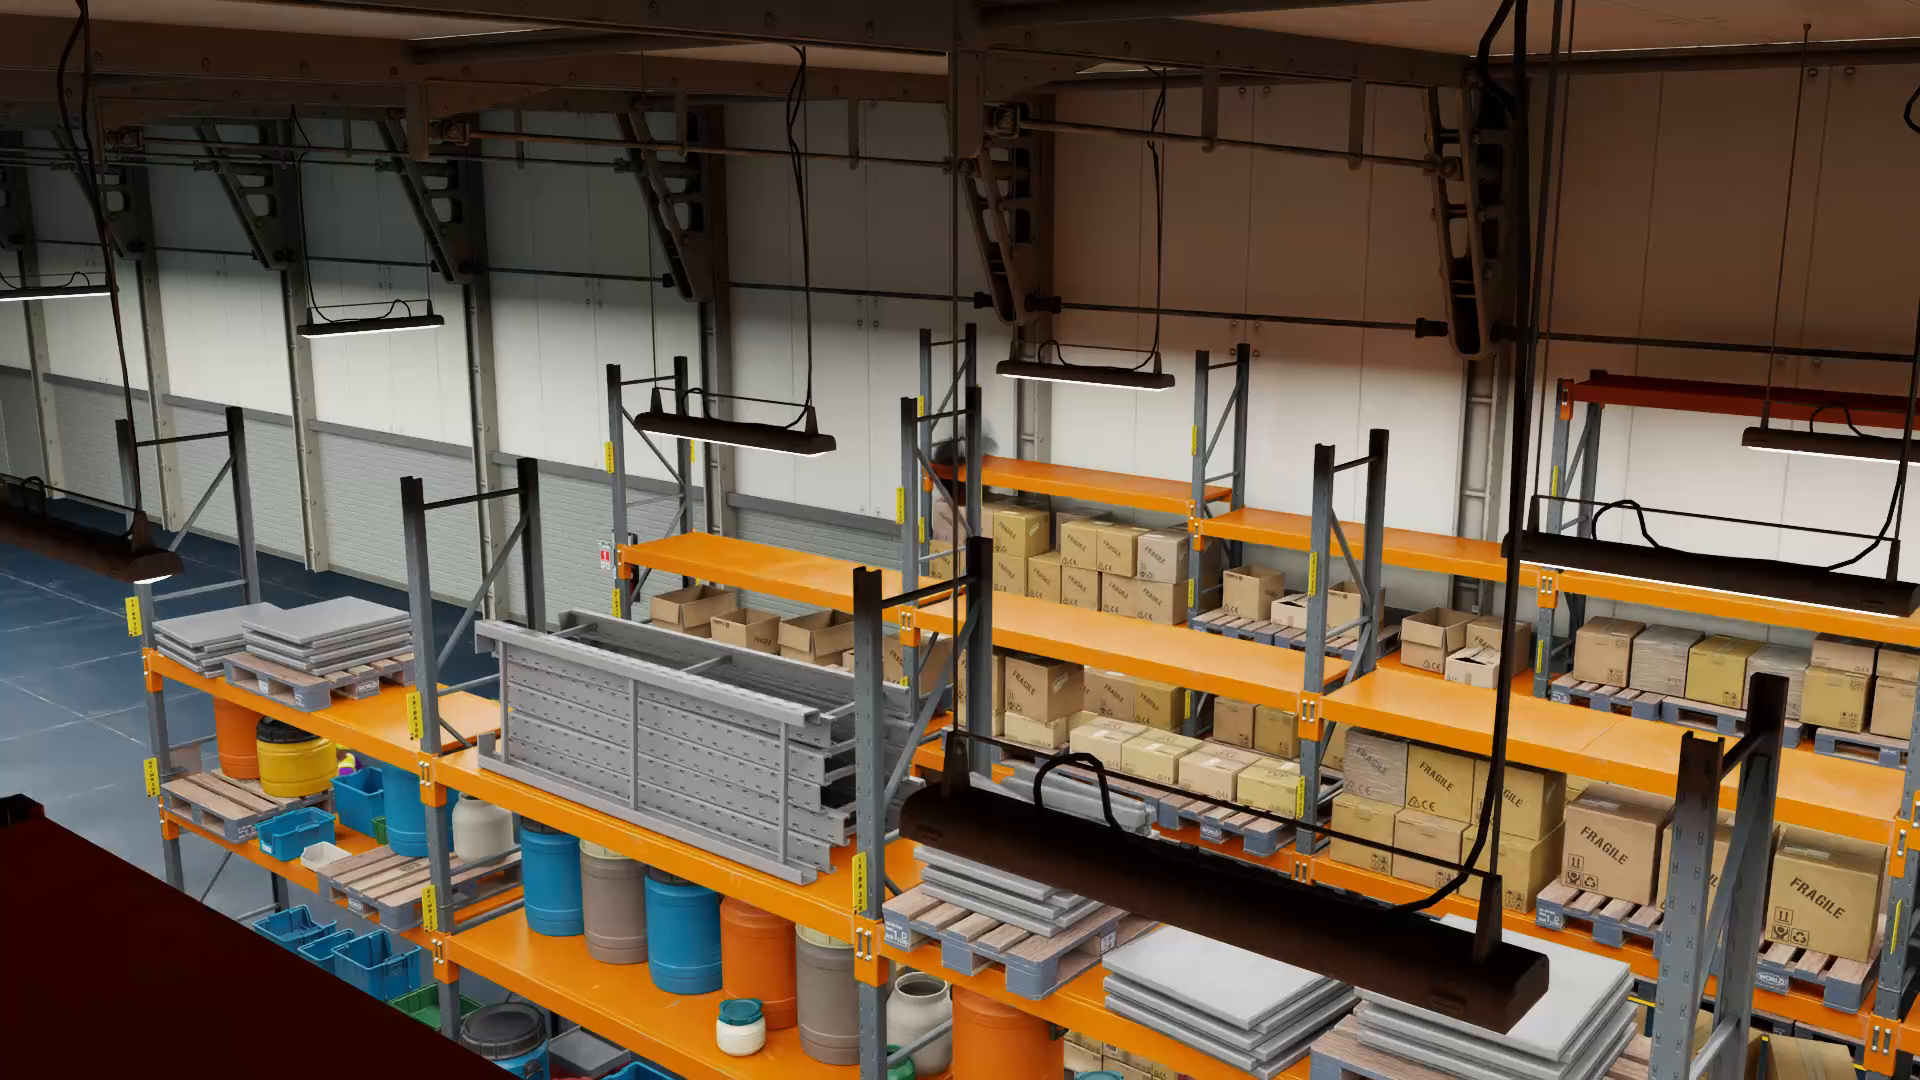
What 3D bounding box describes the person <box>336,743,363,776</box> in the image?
[{"bbox_3d":[-6.940,3.065,18.724,0.721,1.830,0.675,-7,14,-28],"label":"person"}]
